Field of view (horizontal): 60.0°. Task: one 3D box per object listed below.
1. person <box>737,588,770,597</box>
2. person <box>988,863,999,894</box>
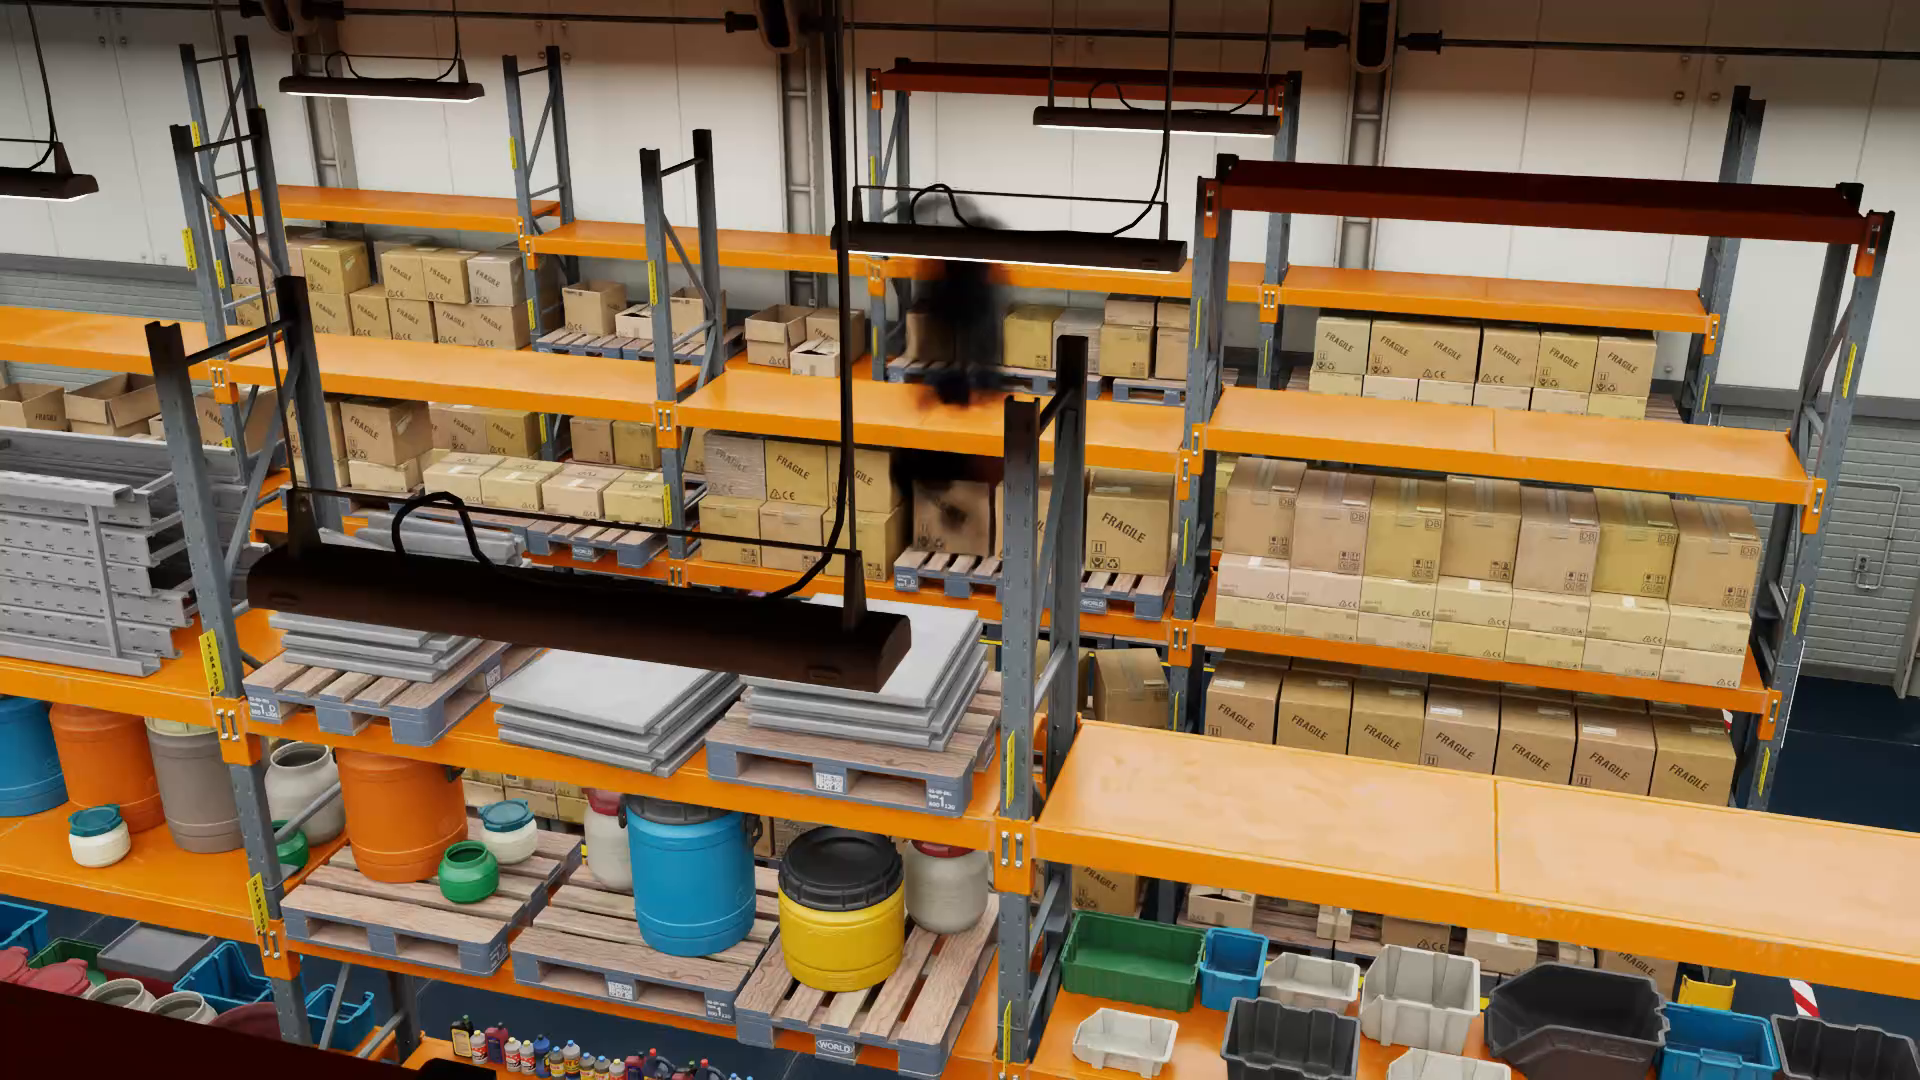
[{"bbox_3d":[-1.876,0.992,16.484,0.867,1.435,0.568,-1,23,-1],"label":"person"},{"bbox_3d":[0.169,2.969,11.483,0.538,1.654,0.605,6,23,15],"label":"person"}]
